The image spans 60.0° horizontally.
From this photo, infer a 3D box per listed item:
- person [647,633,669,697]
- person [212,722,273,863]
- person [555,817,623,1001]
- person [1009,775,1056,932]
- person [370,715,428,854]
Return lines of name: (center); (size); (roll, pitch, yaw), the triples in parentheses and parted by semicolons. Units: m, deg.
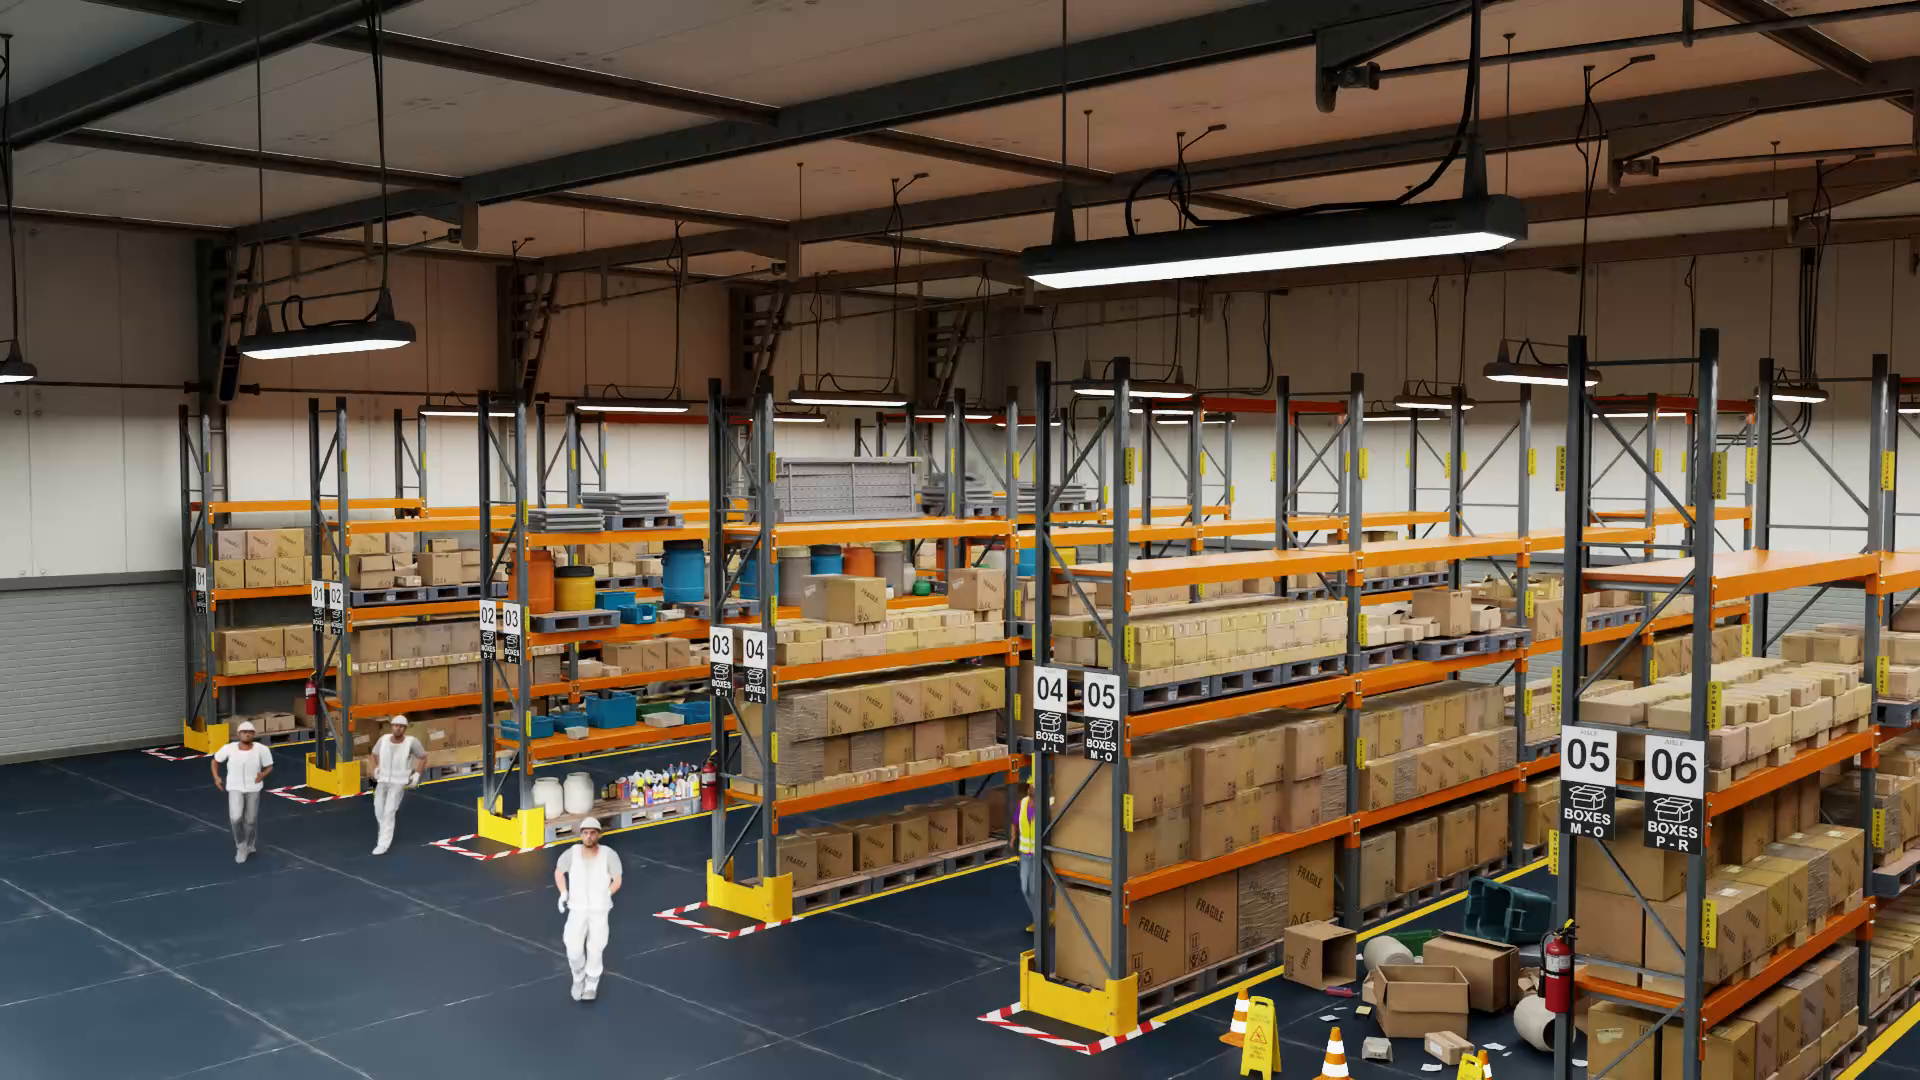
person: (-5.810, 2.603, 32.282); (0.653, 1.755, 0.647); (3, 4, 42)
person: (-9.089, 3.193, 21.103); (0.710, 1.776, 0.719); (-2, 3, -27)
person: (-3.465, 3.455, 15.488); (0.633, 1.740, 0.619); (0, 3, -9)
person: (0.823, 3.354, 17.821); (0.731, 1.718, 0.554); (2, 4, 35)
person: (-7.314, 3.145, 21.621); (0.724, 1.751, 0.818); (0, 3, -2)
